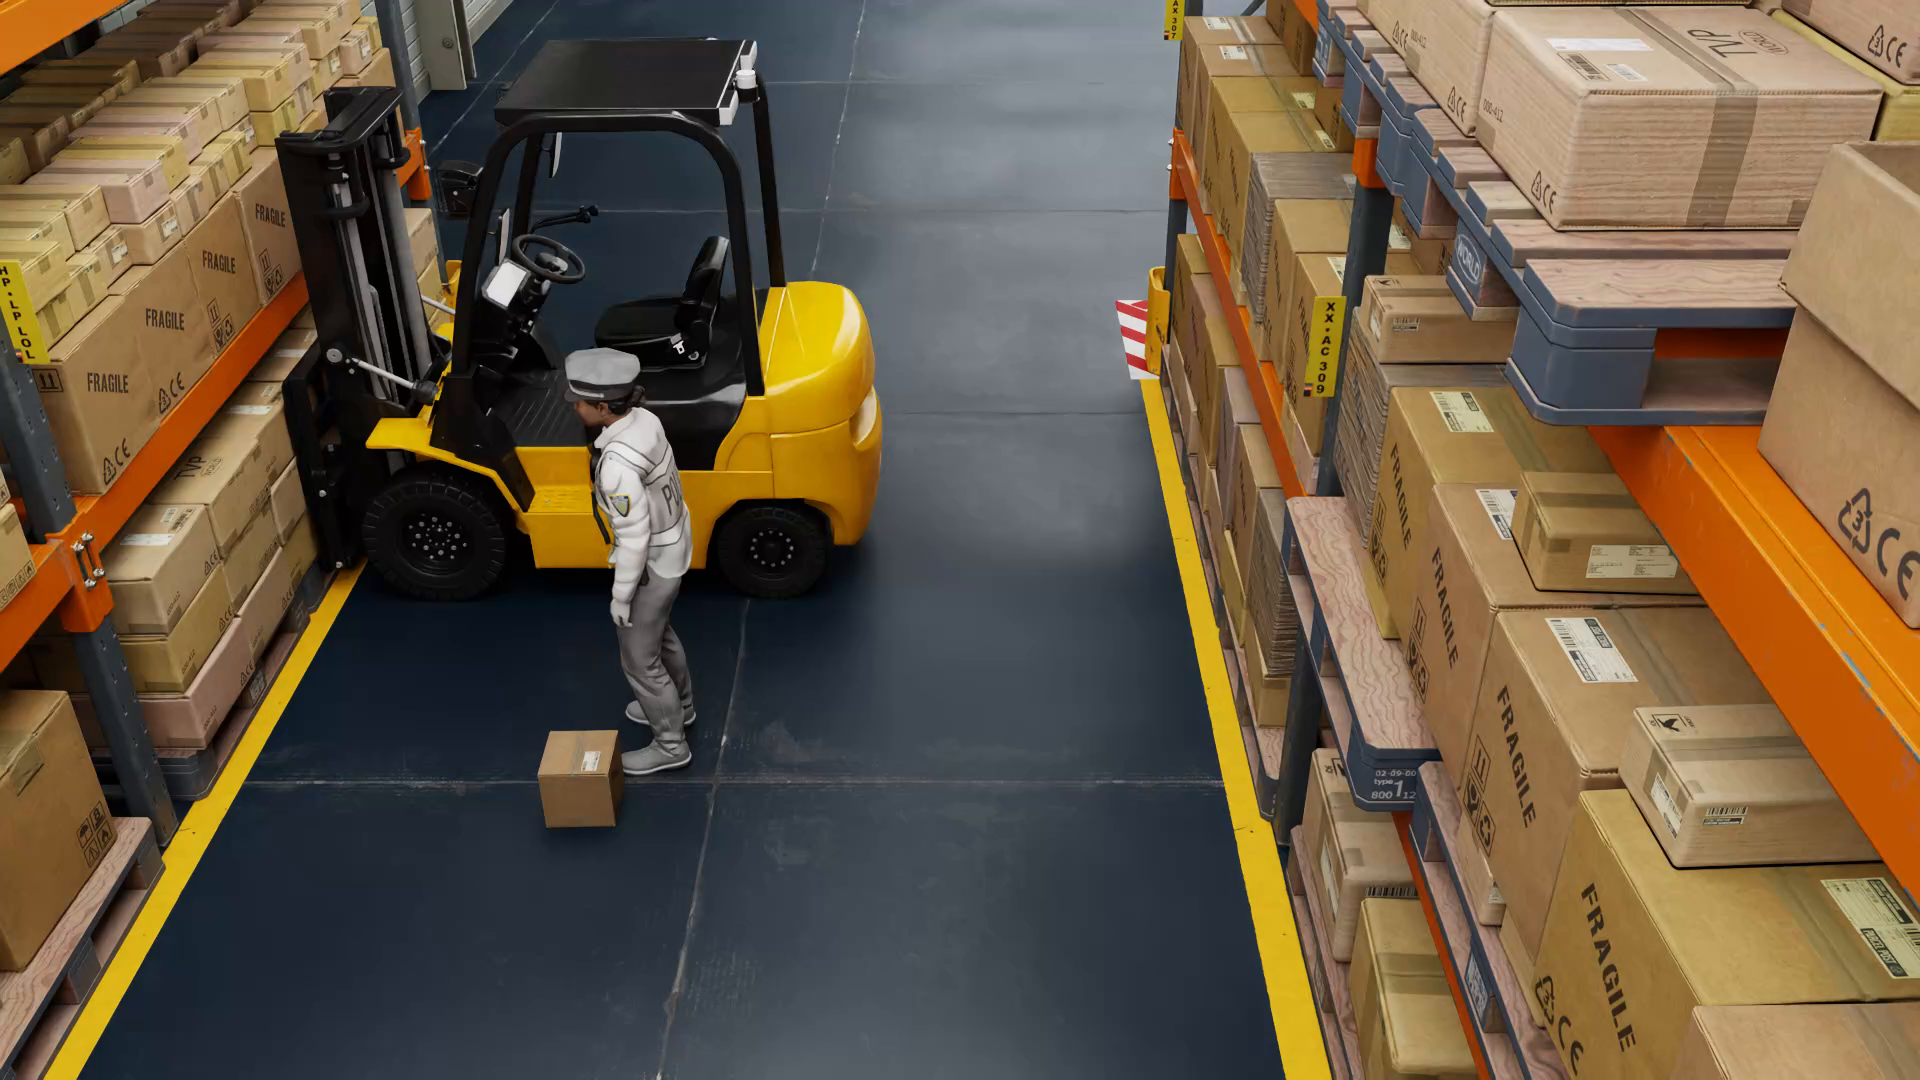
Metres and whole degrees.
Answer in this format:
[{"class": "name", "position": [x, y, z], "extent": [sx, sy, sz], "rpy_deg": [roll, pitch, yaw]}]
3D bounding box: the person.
[{"class": "person", "position": [-1.146, 0.092, 5.982], "extent": [0.371, 1.663, 0.529], "rpy_deg": [0, 32, 0]}]
